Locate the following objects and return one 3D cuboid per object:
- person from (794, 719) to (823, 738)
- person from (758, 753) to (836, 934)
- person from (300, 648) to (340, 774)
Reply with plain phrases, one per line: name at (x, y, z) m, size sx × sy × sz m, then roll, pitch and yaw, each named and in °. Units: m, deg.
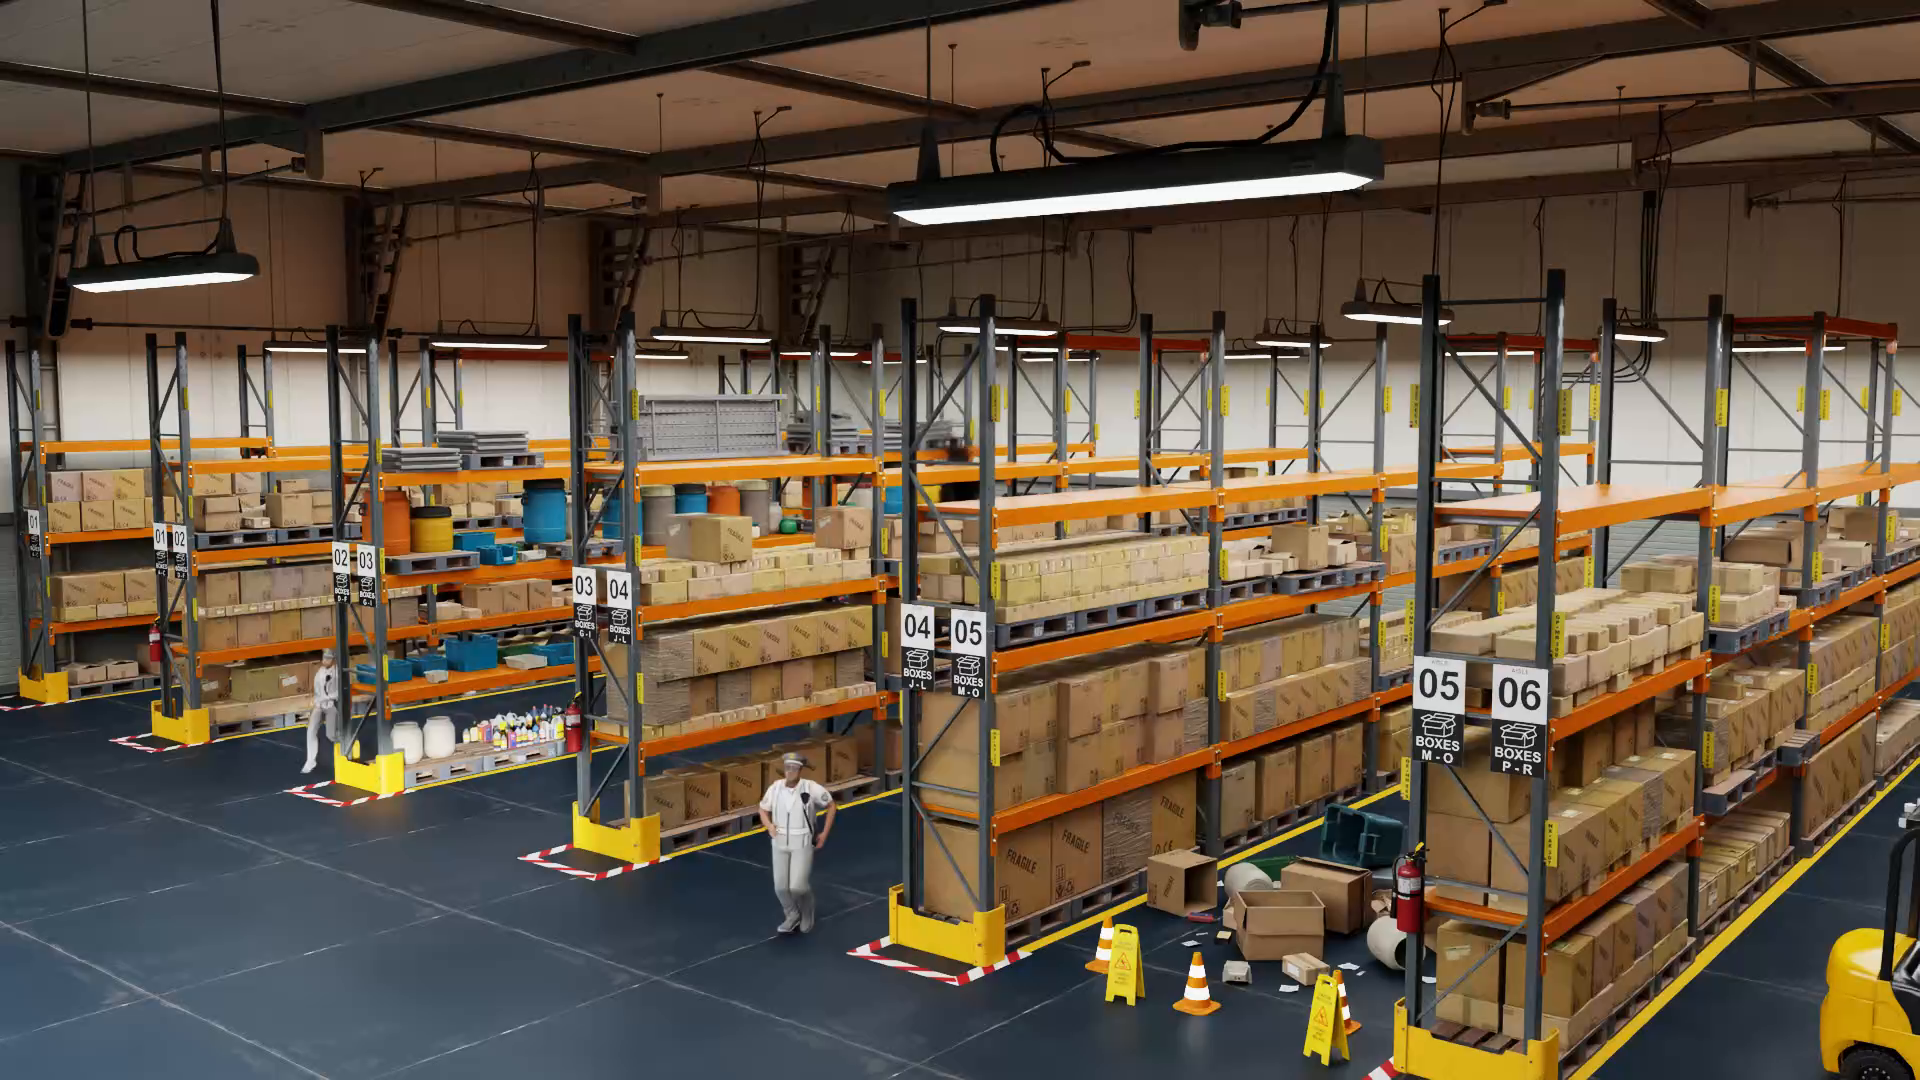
person at (-2.068, 2.222, 23.349) m, size 0.532 × 1.666 × 0.667 m, roll -5°, pitch 7°, yaw -44°
person at (-1.573, 2.873, 15.715) m, size 0.731 × 1.758 × 0.547 m, roll 1°, pitch 5°, yaw 11°
person at (-8.593, 2.306, 22.708) m, size 0.644 × 1.705 × 0.839 m, roll 3°, pitch 6°, yaw 26°
